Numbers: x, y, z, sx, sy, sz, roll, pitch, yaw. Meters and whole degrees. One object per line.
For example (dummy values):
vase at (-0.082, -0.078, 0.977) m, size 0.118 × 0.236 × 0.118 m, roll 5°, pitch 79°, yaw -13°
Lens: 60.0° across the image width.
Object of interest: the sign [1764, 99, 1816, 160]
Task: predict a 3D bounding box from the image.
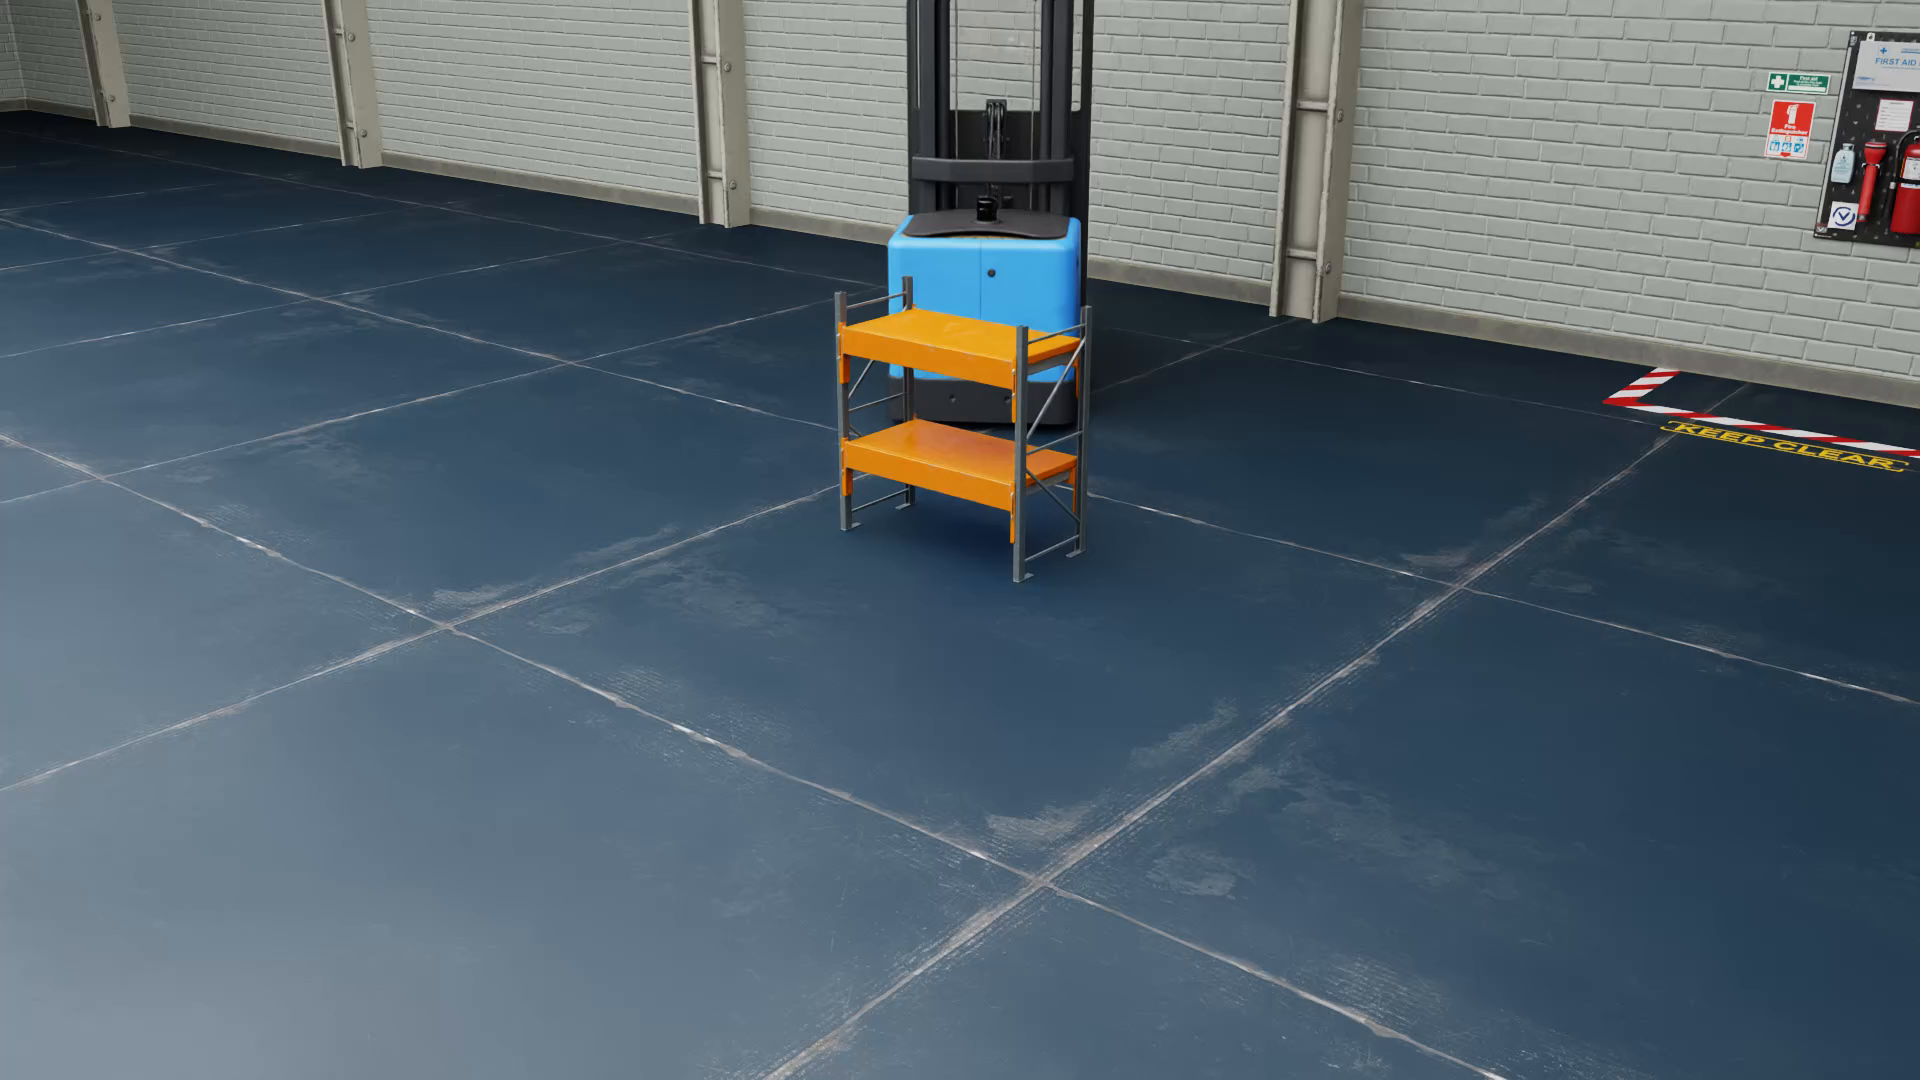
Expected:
sign at (4.863, -2.406, 9.746) m, size 0.234 × 0.329 × 0.001 m, roll 16°, pitch 26°, yaw 36°

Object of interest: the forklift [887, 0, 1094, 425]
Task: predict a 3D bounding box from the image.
forklift at (0.256, -2.484, 10.102) m, size 1.130 × 2.935 × 3.031 m, roll 2°, pitch 21°, yaw 5°

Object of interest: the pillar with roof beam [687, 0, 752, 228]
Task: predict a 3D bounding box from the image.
pillar with roof beam at (-4.902, -5.983, 10.781) m, size 0.400 × 9.000 × 9.100 m, roll 16°, pitch 26°, yaw 36°

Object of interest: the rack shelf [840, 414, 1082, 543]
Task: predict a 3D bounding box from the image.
rack shelf at (0.005, -0.296, 7.552) m, size 1.000 × 0.278 × 0.538 m, roll 16°, pitch 26°, yaw 36°

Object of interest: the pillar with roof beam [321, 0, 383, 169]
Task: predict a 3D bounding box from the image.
pillar with roof beam at (-9.550, -7.322, 14.331) m, size 0.400 × 9.000 × 9.100 m, roll 16°, pitch 26°, yaw 36°

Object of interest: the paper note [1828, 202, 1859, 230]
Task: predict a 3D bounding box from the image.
paper note at (5.133, -1.884, 9.661) m, size 0.142 × 0.148 × 0.016 m, roll 16°, pitch 26°, yaw 36°

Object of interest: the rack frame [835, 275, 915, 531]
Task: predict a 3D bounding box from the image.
rack frame at (-0.389, -0.638, 7.766) m, size 0.032 × 1.125 × 0.500 m, roll 16°, pitch 26°, yaw 36°

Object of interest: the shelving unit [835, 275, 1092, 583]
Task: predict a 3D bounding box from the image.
shelving unit at (0.005, -0.525, 7.466) m, size 1.048 × 1.125 × 0.538 m, roll 16°, pitch 26°, yaw 36°

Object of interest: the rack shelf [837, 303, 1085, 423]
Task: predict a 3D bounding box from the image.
rack shelf at (0.005, -0.799, 7.362) m, size 1.000 × 0.278 × 0.538 m, roll 16°, pitch 26°, yaw 36°

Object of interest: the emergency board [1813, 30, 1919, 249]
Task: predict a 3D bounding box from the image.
emergency board at (5.226, -2.238, 9.351) m, size 0.643 × 1.169 × 0.194 m, roll 16°, pitch 26°, yaw 36°

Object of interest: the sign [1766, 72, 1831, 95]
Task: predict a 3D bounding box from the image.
sign at (4.861, -2.650, 9.644) m, size 0.331 × 0.109 × 0.001 m, roll 16°, pitch 26°, yaw 36°

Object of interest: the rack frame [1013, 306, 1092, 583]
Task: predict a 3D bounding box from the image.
rack frame at (0.399, -0.411, 7.165) m, size 0.032 × 1.125 × 0.500 m, roll 16°, pitch 26°, yaw 36°

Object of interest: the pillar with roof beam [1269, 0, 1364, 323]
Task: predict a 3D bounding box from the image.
pillar with roof beam at (-0.254, -4.645, 7.232) m, size 0.400 × 9.000 × 9.100 m, roll 16°, pitch 26°, yaw 36°

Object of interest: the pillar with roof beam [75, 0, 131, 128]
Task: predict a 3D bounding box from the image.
pillar with roof beam at (-14.199, -8.661, 17.881) m, size 0.400 × 9.000 × 9.100 m, roll 16°, pitch 26°, yaw 36°
